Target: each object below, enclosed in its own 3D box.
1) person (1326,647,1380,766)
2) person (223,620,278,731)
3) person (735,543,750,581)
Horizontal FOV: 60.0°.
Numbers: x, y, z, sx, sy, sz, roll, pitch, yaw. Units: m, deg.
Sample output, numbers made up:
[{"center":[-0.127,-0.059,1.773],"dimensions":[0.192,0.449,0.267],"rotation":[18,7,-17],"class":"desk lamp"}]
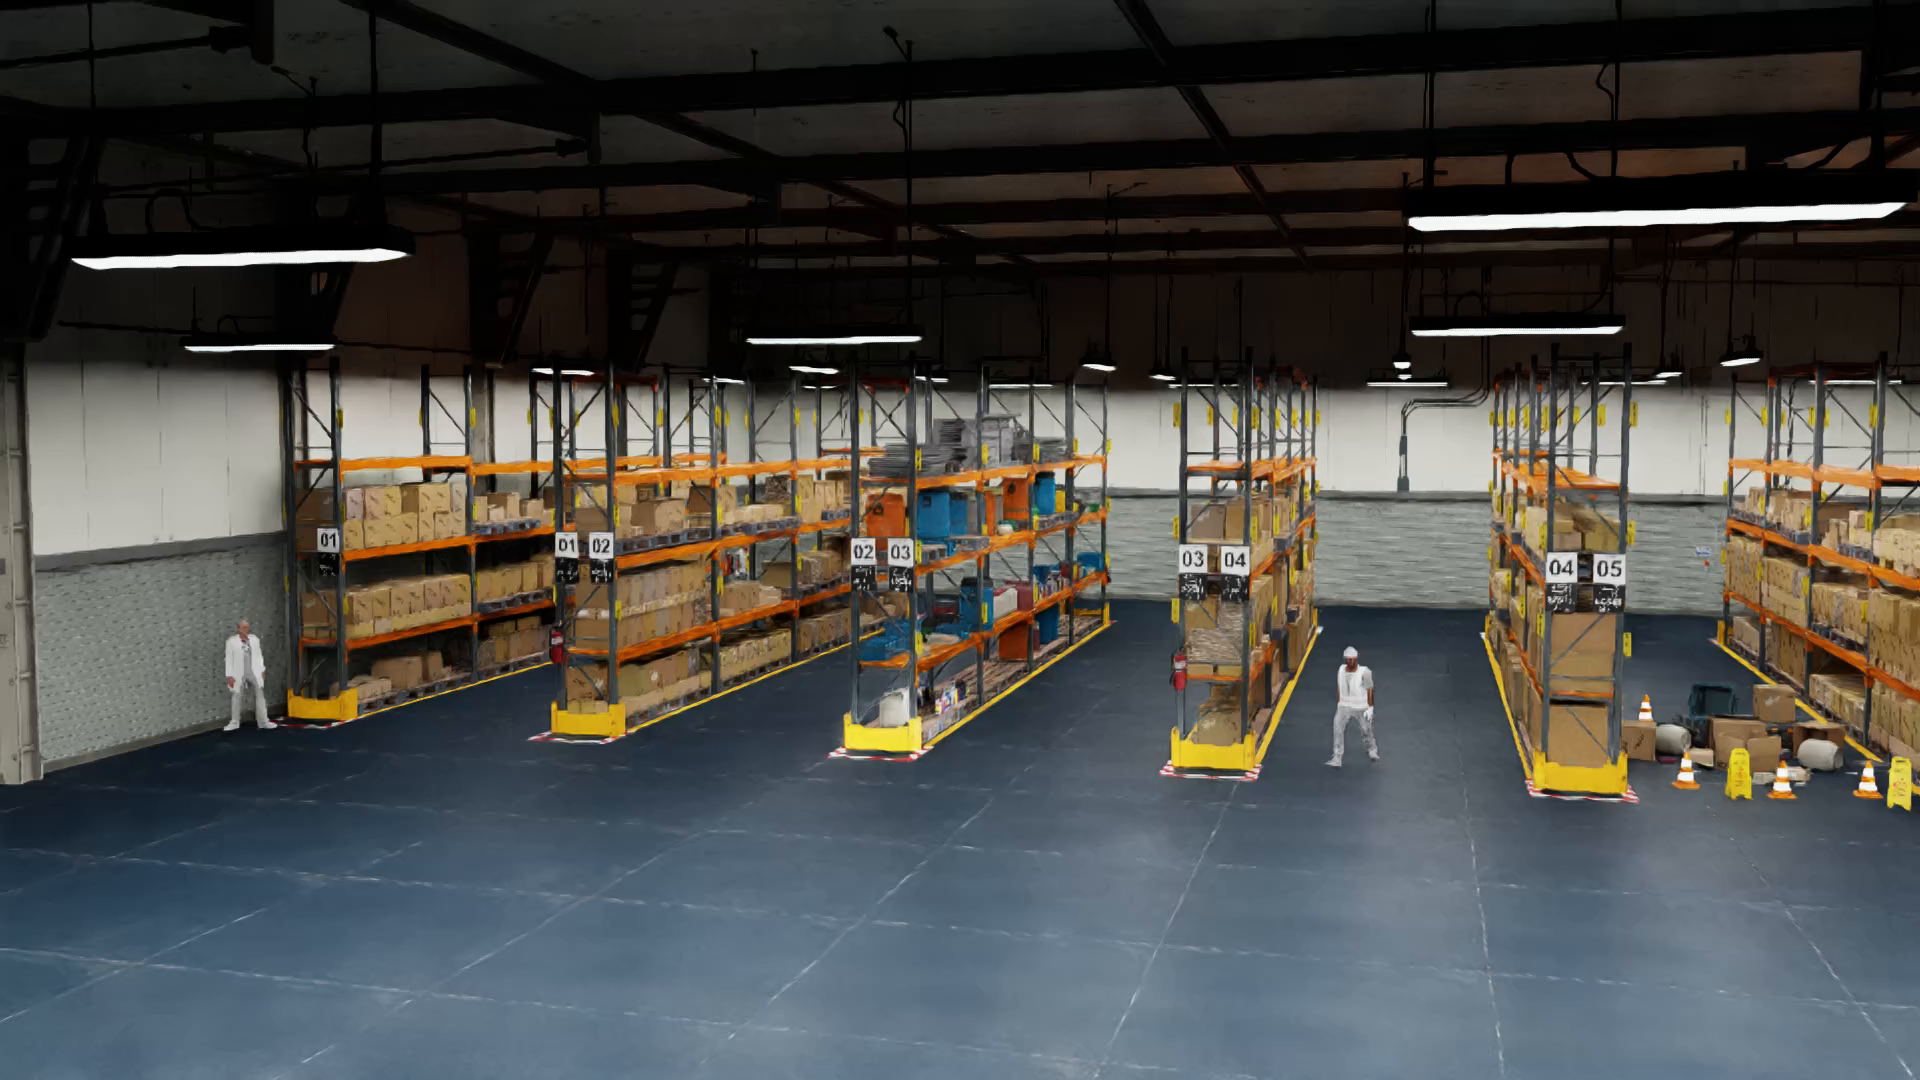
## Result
[{"center":[5.683,2.387,23.958],"dimensions":[0.607,1.731,0.984],"rotation":[3,5,36],"class":"person"},{"center":[-11.388,2.148,26.569],"dimensions":[0.749,1.770,0.582],"rotation":[-4,6,-40],"class":"person"},{"center":[-5.755,0.850,44.649],"dimensions":[0.582,1.761,0.940],"rotation":[-1,4,-11],"class":"person"}]
